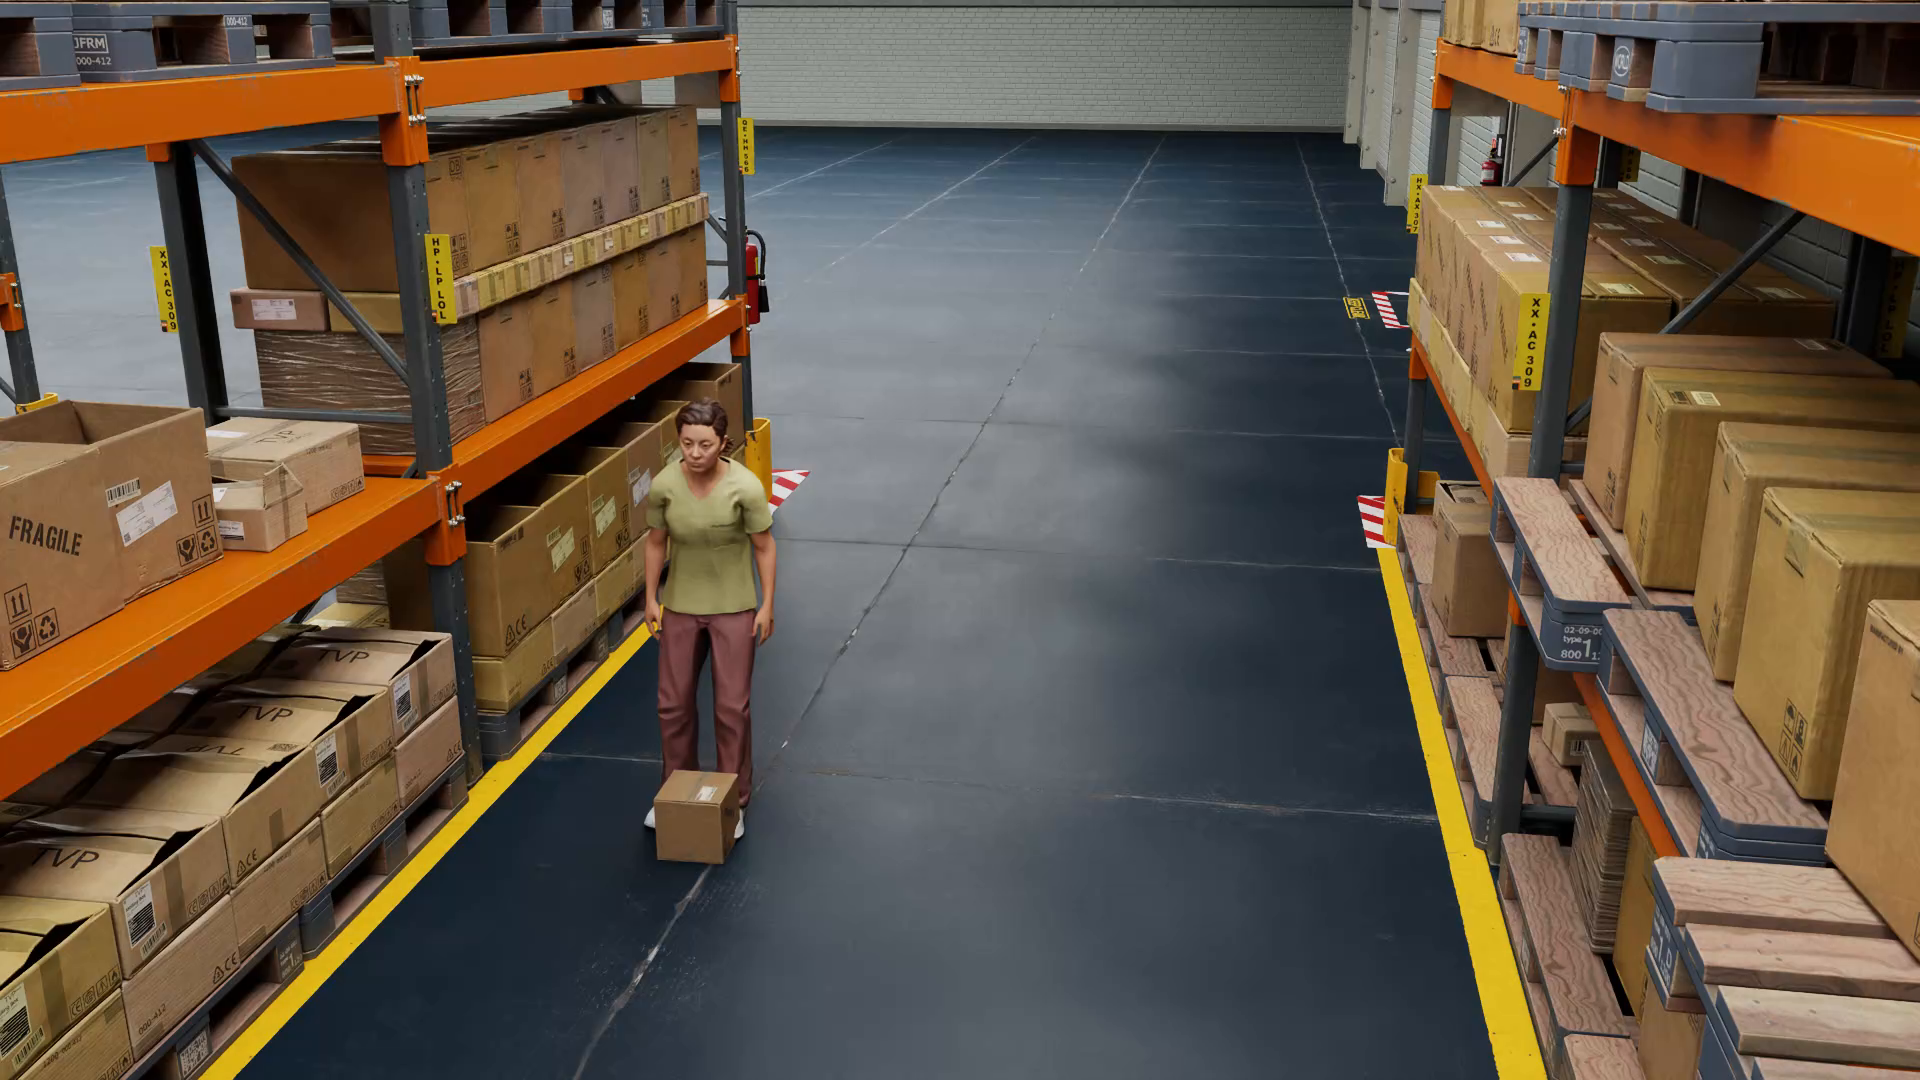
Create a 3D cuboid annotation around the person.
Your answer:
[{"bbox_3d":[-0.944,0.285,6.179,0.510,1.671,0.416,2,18,6],"label":"person"}]
